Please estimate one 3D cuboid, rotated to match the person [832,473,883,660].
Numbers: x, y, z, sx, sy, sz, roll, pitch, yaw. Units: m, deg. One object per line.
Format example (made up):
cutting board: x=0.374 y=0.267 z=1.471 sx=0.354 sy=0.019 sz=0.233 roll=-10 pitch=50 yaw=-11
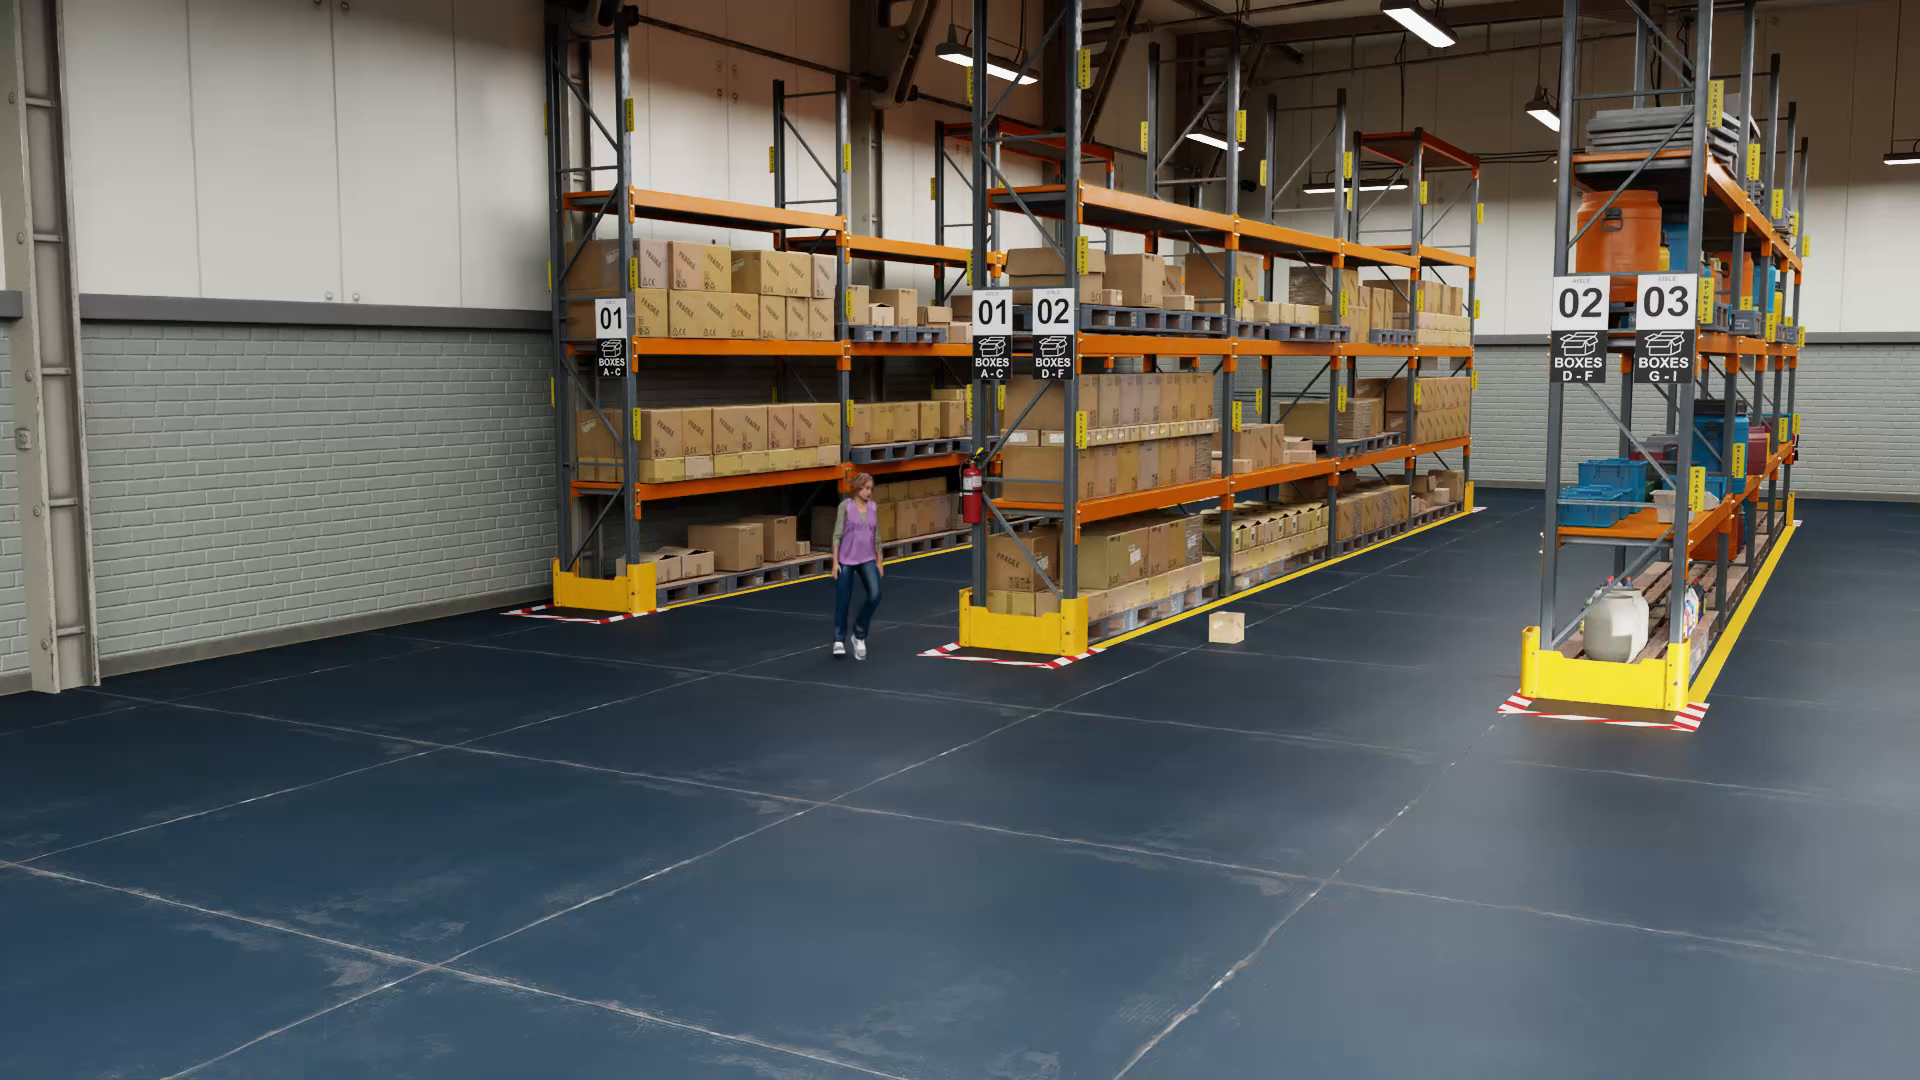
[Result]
person: x=-0.886 y=0.227 z=14.426 sx=0.493 sy=1.611 sz=0.500 roll=-2 pitch=7 yaw=-19
